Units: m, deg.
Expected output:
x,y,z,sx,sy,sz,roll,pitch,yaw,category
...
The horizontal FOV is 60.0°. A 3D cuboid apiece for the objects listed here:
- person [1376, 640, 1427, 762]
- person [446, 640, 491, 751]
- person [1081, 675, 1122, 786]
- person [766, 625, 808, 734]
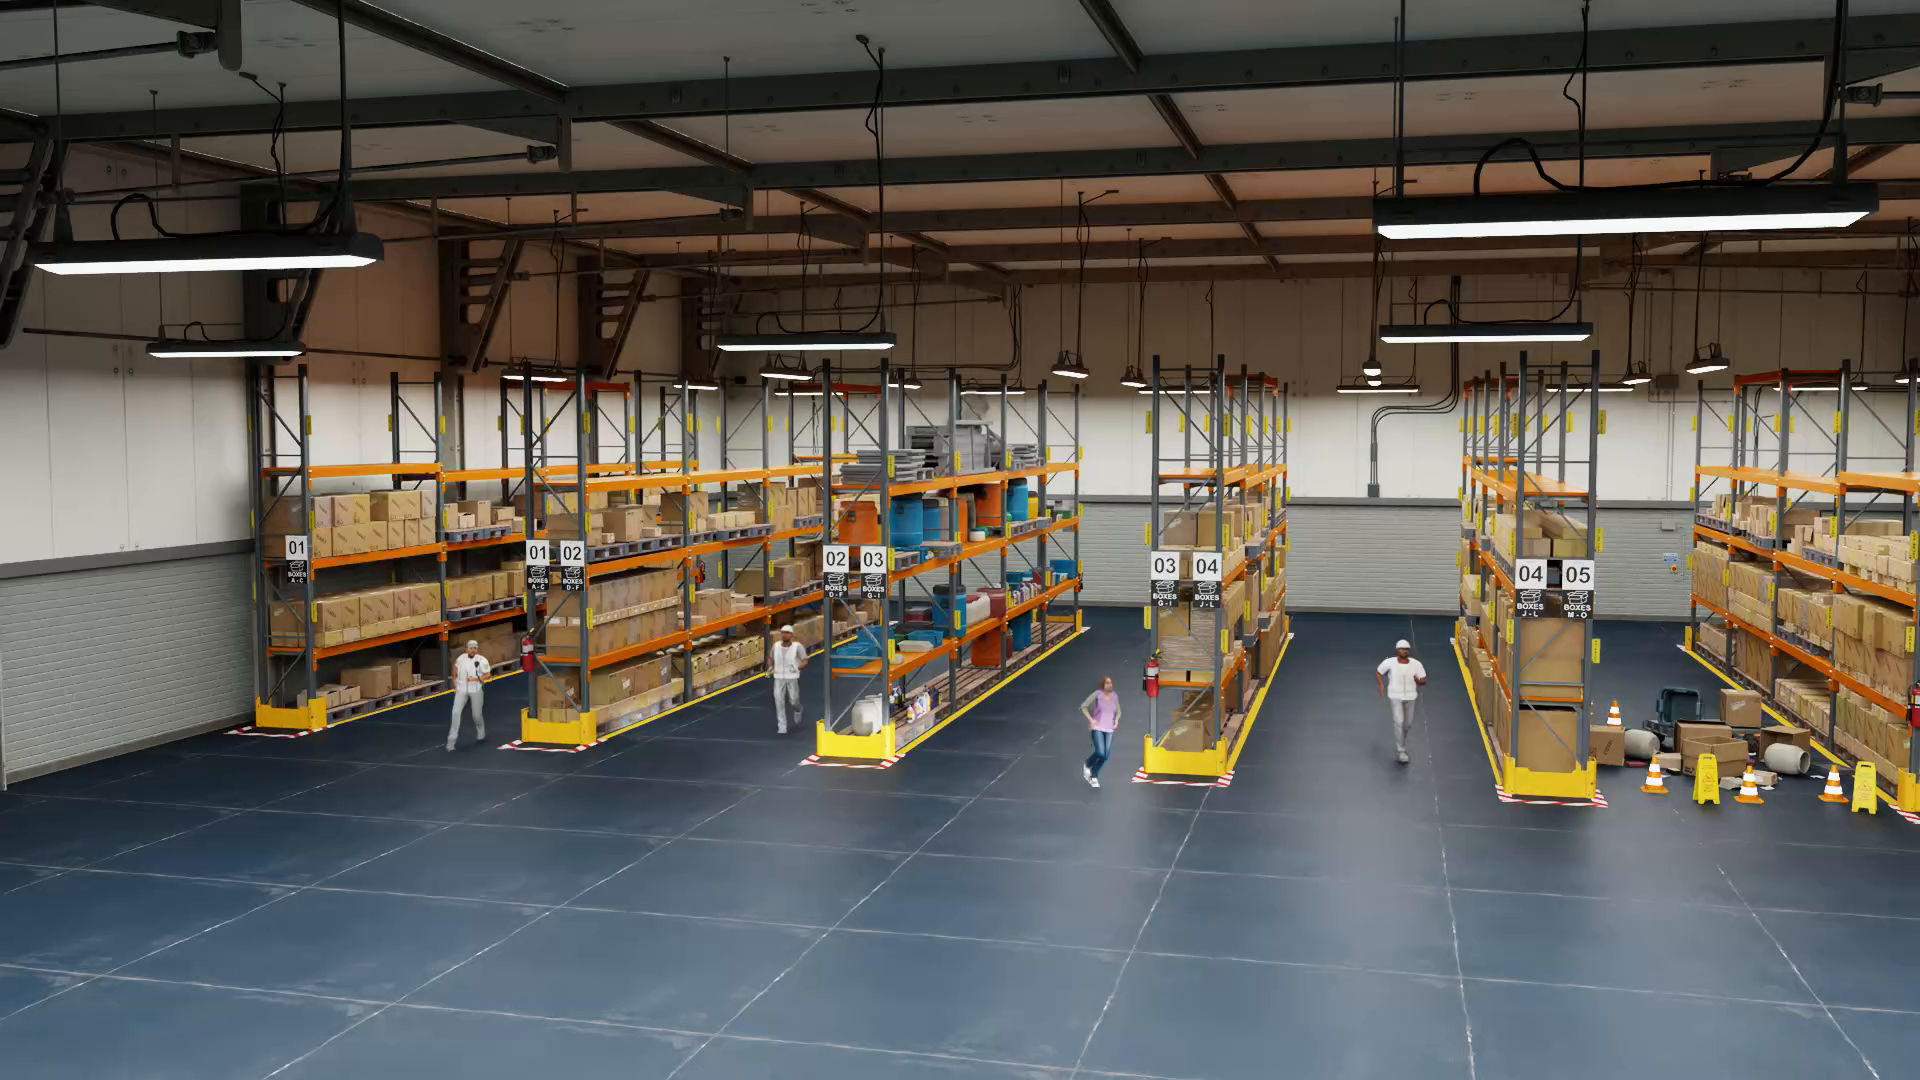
x,y,z,sx,sy,sz,roll,pitch,yaw,category
6.640,2.371,24.954,0.700,1.754,0.989,0,4,0,person
-7.648,2.388,26.000,0.629,1.668,0.944,0,4,-5,person
1.992,2.645,23.005,0.546,1.550,0.530,-2,4,-21,person
-2.828,2.259,27.152,0.694,1.748,0.804,1,4,9,person
